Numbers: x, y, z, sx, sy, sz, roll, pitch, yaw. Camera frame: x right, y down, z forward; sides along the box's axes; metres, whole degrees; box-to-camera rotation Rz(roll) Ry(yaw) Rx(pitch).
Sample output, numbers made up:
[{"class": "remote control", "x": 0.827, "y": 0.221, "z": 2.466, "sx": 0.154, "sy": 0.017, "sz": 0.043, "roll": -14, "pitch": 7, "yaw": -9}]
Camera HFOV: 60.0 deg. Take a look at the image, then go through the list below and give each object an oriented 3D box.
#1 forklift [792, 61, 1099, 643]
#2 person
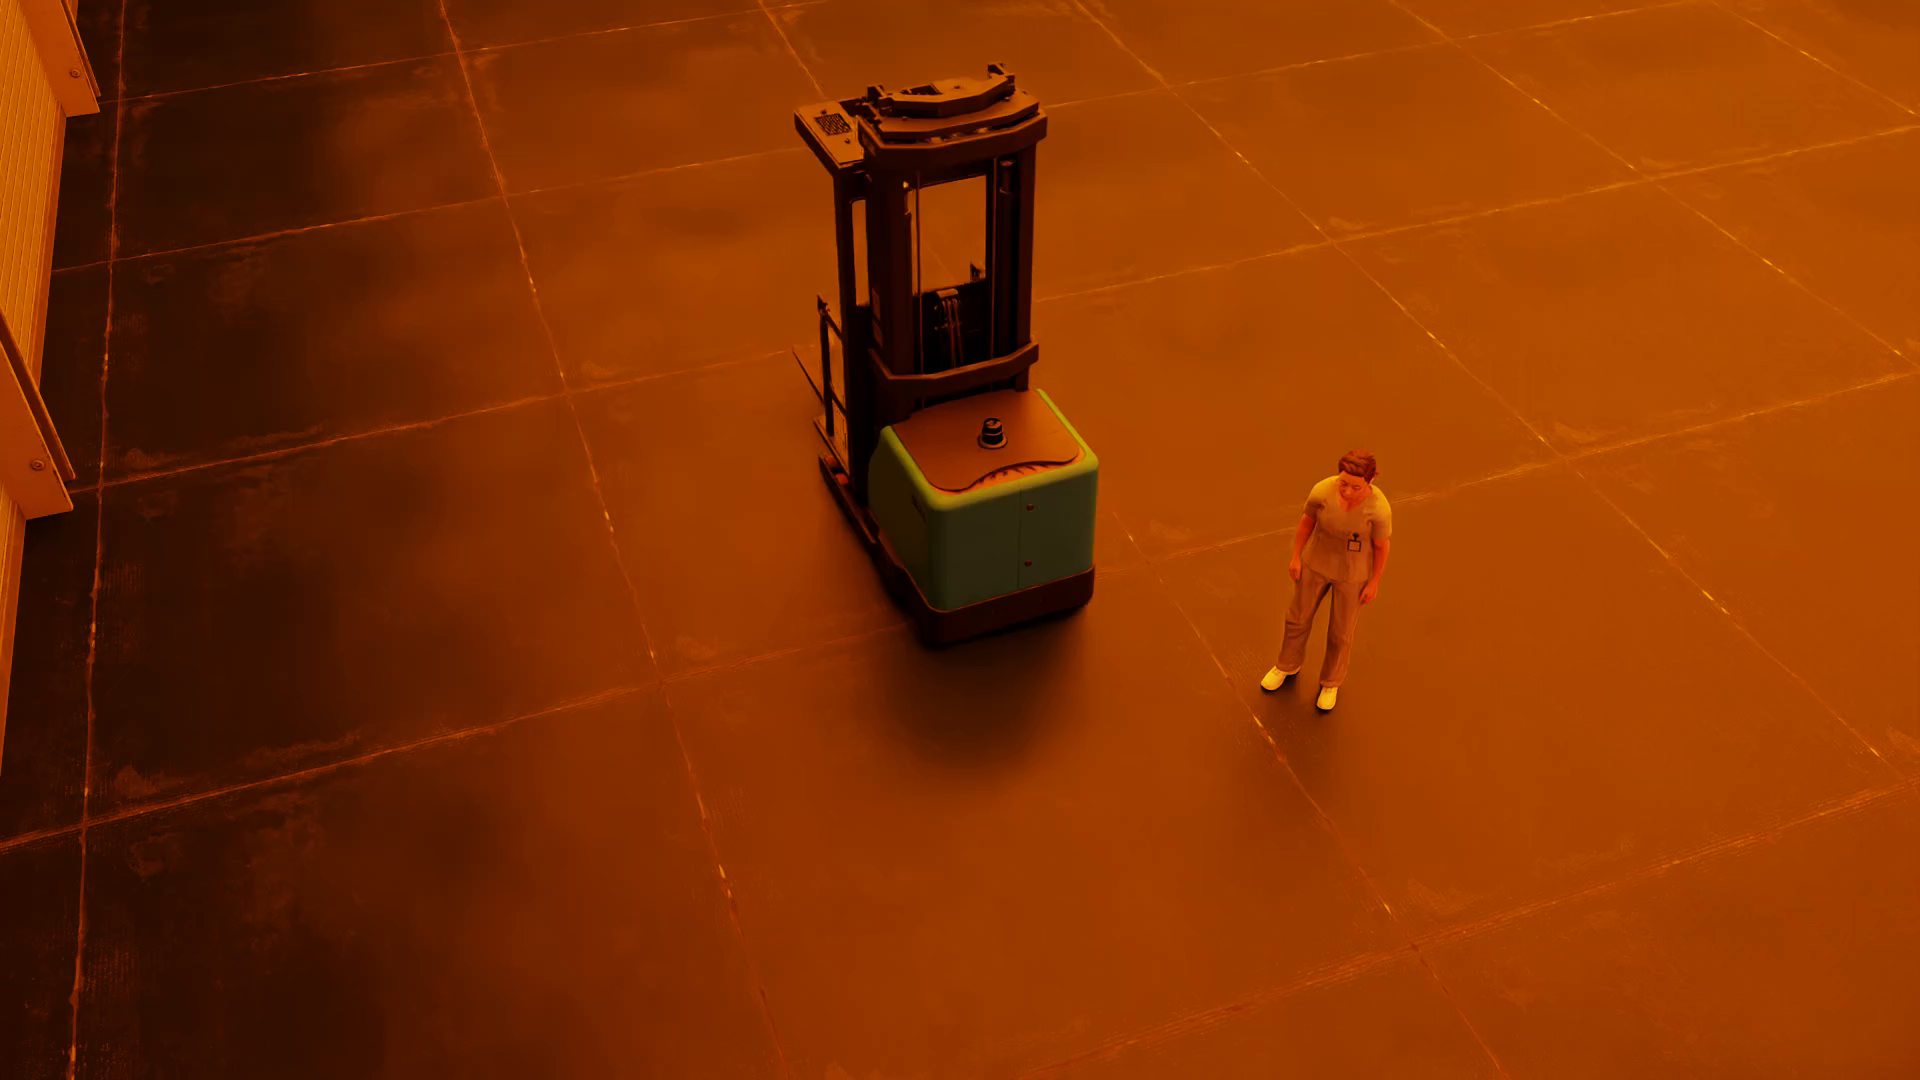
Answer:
[{"class": "forklift", "x": -0.260, "y": -1.486, "z": 9.766, "sx": 1.130, "sy": 2.935, "sz": 3.031, "roll": -15, "pitch": 42, "yaw": -17}, {"class": "person", "x": 1.970, "y": 0.172, "z": 8.772, "sx": 0.503, "sy": 1.671, "sz": 0.359, "roll": 19, "pitch": 44, "yaw": 22}]
